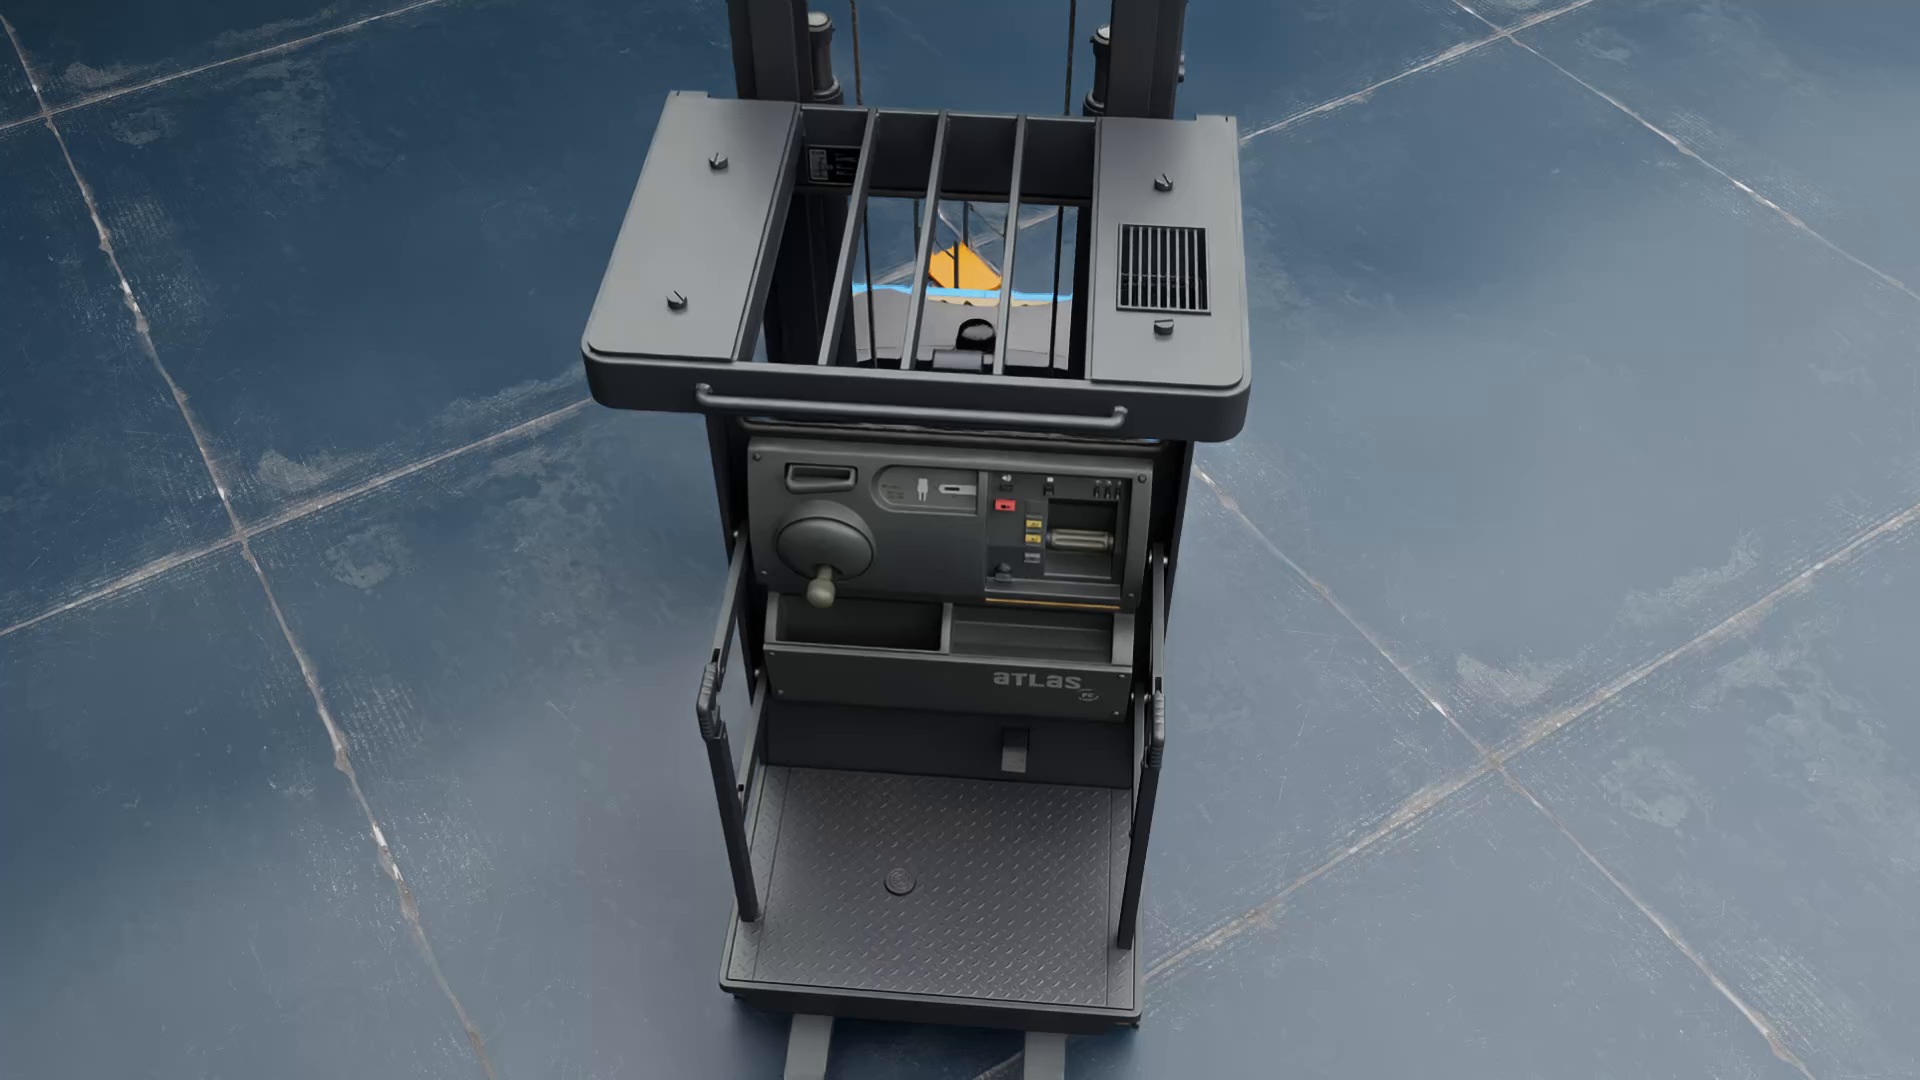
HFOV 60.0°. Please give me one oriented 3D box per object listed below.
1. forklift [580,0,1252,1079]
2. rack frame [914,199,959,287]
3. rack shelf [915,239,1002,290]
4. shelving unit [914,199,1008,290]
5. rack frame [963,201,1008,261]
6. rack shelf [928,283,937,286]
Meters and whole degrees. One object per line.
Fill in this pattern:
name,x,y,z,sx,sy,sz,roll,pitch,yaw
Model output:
forklift,-0.043,0.081,3.715,1.130,2.935,3.031,3,48,3
rack frame,-0.071,-0.567,5.451,0.006,1.200,0.240,-27,54,-22
rack shelf,0.005,-0.816,5.250,0.180,0.103,0.258,-27,54,-22
shelving unit,0.005,-0.606,5.486,0.189,1.200,0.258,-27,54,-22
rack frame,0.081,-0.644,5.520,0.006,1.200,0.240,-27,54,-22
rack shelf,0.005,-0.736,5.340,0.180,0.103,0.258,-27,54,-22
